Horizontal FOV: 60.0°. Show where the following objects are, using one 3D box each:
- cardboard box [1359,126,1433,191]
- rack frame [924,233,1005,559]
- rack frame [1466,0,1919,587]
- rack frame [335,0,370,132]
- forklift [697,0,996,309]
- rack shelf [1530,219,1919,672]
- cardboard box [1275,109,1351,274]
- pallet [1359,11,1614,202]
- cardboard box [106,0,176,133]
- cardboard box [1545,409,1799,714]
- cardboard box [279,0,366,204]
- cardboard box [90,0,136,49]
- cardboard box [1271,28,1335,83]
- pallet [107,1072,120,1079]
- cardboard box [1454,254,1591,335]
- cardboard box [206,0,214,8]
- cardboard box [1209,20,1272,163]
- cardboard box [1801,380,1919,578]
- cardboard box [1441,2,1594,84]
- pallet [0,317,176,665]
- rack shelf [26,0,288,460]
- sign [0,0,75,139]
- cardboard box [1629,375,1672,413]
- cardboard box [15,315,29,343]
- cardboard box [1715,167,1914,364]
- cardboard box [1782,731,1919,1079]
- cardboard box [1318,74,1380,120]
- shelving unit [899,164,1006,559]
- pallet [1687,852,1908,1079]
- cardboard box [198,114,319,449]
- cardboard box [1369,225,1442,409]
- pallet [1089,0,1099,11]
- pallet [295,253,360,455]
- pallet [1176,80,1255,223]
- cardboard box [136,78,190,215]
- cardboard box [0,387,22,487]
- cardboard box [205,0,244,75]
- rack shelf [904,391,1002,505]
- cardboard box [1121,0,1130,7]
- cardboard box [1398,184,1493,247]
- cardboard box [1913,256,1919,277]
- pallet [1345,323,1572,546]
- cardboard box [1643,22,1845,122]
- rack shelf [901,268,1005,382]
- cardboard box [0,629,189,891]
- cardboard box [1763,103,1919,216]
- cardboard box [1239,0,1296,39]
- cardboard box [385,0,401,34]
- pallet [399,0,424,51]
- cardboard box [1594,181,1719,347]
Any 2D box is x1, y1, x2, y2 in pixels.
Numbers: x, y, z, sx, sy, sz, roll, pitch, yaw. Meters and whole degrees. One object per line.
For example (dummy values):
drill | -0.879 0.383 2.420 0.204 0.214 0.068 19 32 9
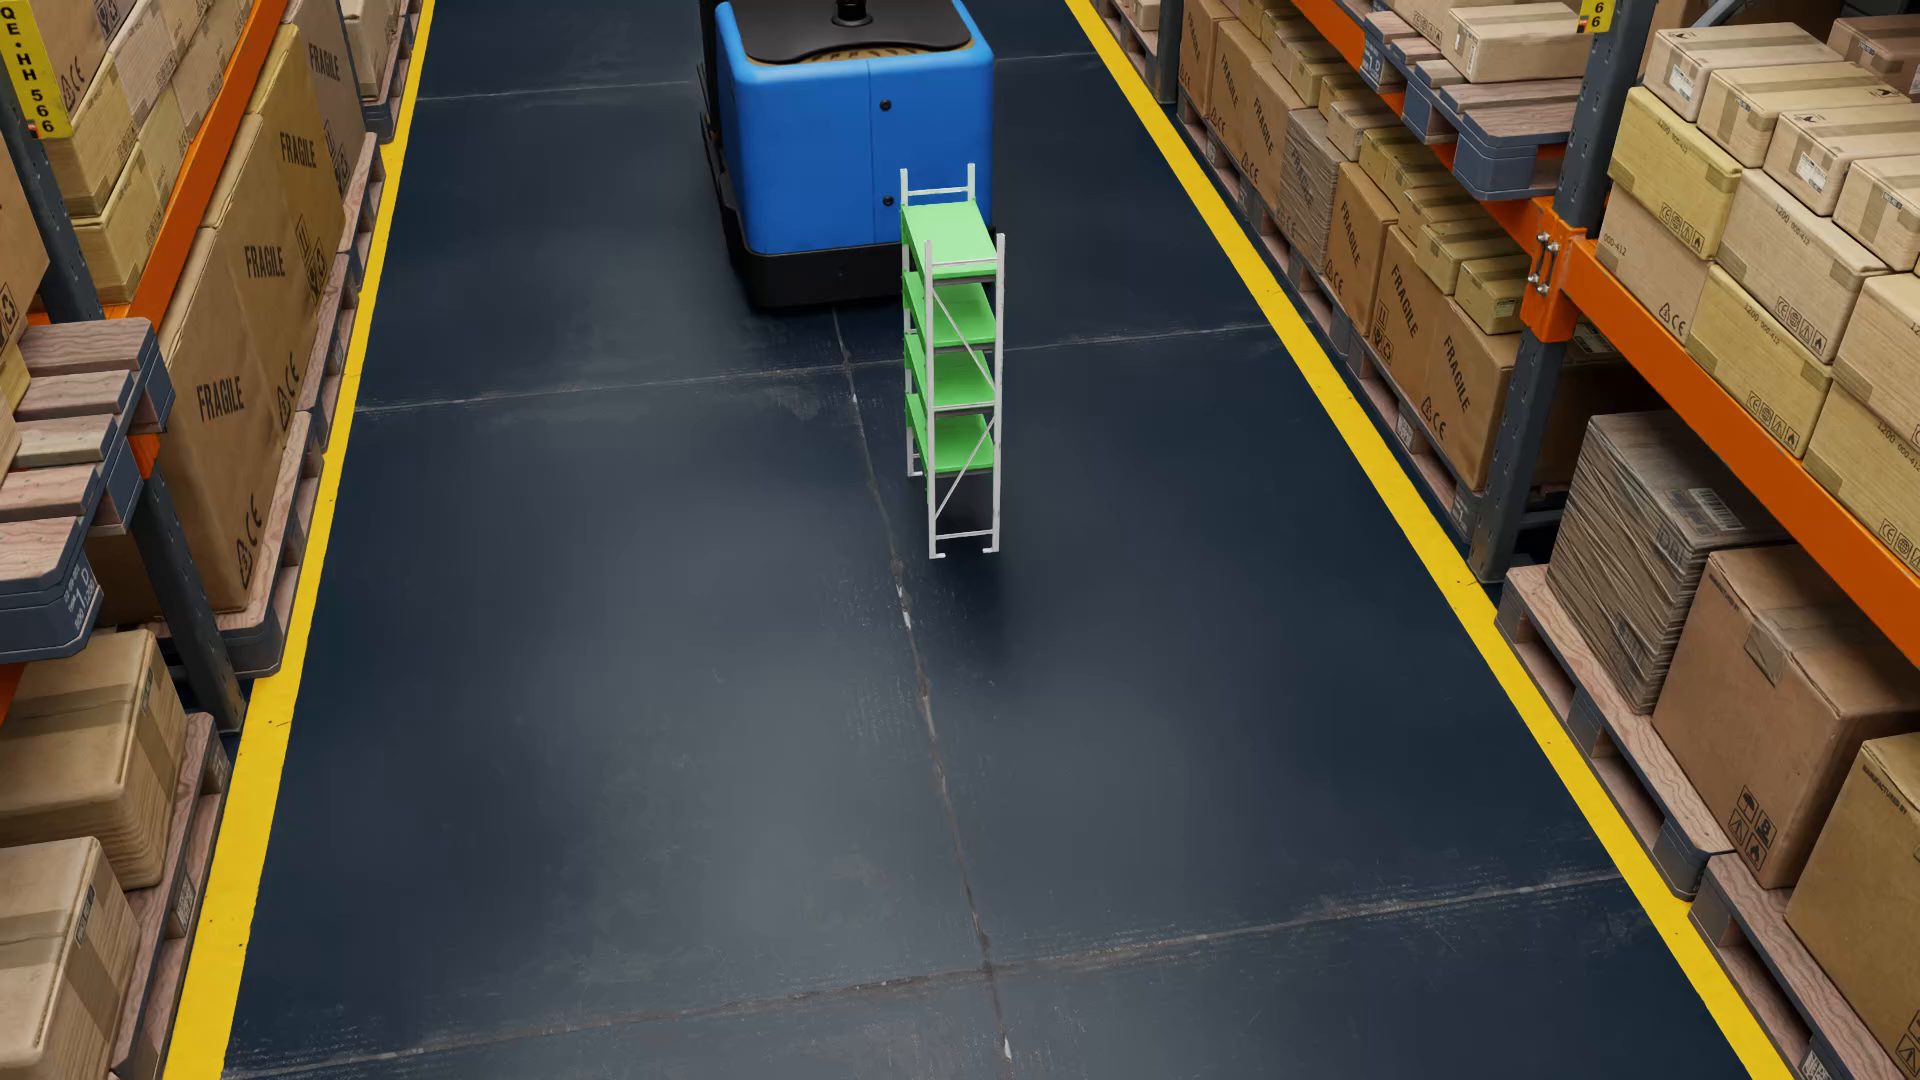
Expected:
cardboard box | 1.758 -1.466 6.359 0.380 0.149 0.250 -7 38 -9
rack frame | 0.014 -0.426 5.321 0.240 1.200 0.015 -6 38 -8
rack frame | 2.221 -1.120 4.747 1.000 3.000 0.127 -6 38 -8
rack frame | -3.367 -3.000 7.167 1.000 3.000 0.127 -6 38 -8
forklift | -0.667 -3.018 7.246 1.130 2.935 3.031 -8 39 -10
rack shelf | 2.571 0.372 3.413 1.077 0.370 4.000 -6 38 -8
cardboard box | 1.654 -1.462 6.882 0.500 0.500 0.500 -8 38 -10
pallet | 2.033 -1.446 5.323 1.213 0.211 1.003 -6 38 -8
cardboard box | -2.601 -1.367 4.779 0.500 0.250 0.500 -5 38 -7
cardboard box | 2.317 0.030 4.860 0.875 0.625 0.625 -5 38 -7
cardboard box | -3.179 -1.961 7.219 0.875 0.875 0.875 -5 38 -7
cardboard box | -2.607 -1.641 4.521 0.500 0.500 0.500 -6 38 -8
cardboard box | 1.570 -2.094 7.167 0.380 0.149 0.250 -6 38 -8
pallet | -2.319 1.725 3.358 1.003 0.211 1.213 -6 38 -8
cardboard box | 1.885 -0.826 5.535 0.380 0.149 0.250 -8 39 -10
cardboard box | -2.752 -1.977 5.565 0.500 0.250 0.500 -6 38 -7
cardboard box | 1.486 -2.078 7.675 0.500 0.500 0.500 -7 38 -9
cardboard box | 2.239 -0.152 3.623 0.500 0.250 0.500 -7 38 -9
cardboard box | 1.728 -1.542 5.153 0.380 0.149 0.250 -6 38 -7
pallet | -2.435 -0.089 3.576 1.213 0.211 1.003 -6 38 -8
rack shelf | -3.016 -1.508 5.832 1.077 0.370 4.000 -6 38 -8
sign | -2.133 -1.074 3.808 0.100 0.325 0.005 -6 38 -8
cardboard box | 2.423 -0.583 5.751 0.500 0.500 0.500 -5 38 -6
cardboard box | -2.376 -0.478 3.783 0.380 0.149 0.250 -5 38 -6
cardboard box | 2.145 -0.661 3.871 0.500 0.250 0.500 -5 38 -7
cardboard box | 2.557 0.831 3.829 0.875 0.625 0.625 -8 39 -10
cardboard box | 1.687 -1.784 6.768 0.380 0.149 0.250 -6 38 -8
shelving unit | -0.029 -0.574 5.511 0.258 1.200 0.503 -6 38 -8
pallet | 2.537 1.218 4.010 1.003 0.211 1.213 -6 38 -8
cardboard box | -2.857 -0.876 5.822 0.875 0.875 0.875 -6 38 -7
cardboard box | 1.858 -0.834 6.074 0.500 0.500 0.500 -7 38 -9
pallet | 1.183 -3.588 10.197 1.003 0.211 1.213 -6 38 -8
pallet | -2.940 -0.702 6.482 1.003 0.211 1.213 -6 38 -8
pallet | 1.699 -1.948 8.085 1.003 0.211 1.213 -6 38 -8
cardboard box | -2.611 -1.156 4.915 0.500 0.250 0.500 -7 38 -9
cardboard box | -2.170 -0.176 3.395 0.380 0.149 0.250 -7 38 -8
cardboard box | -2.787 -1.771 5.707 0.500 0.250 0.500 -6 38 -8
rack shelf | -0.029 -0.334 5.697 0.258 0.148 0.480 -6 38 -8
cardboard box | 1.070 -3.143 9.237 0.396 0.266 0.258 -5 38 -6
cardboard box | 1.804 -1.151 5.953 0.380 0.149 0.250 -7 38 -9
cardboard box | 2.237 -0.573 3.432 0.380 0.149 0.250 -6 38 -7
pallet | 2.127 -0.474 6.188 1.003 0.211 1.213 -6 38 -8
cardboard box | 1.987 -1.192 4.228 0.380 0.149 0.250 -5 38 -7
rack shelf | -0.029 -0.713 5.403 0.258 0.148 0.480 -6 38 -8
cardboard box | -2.576 0.630 4.293 0.950 0.372 0.625 -9 39 -11
cardboard box | 2.105 -0.878 3.825 0.380 0.149 0.250 -5 38 -7
cardboard box | 1.501 -2.413 7.577 0.380 0.149 0.250 -8 39 -10
cardboard box | -3.529 -3.085 9.023 0.875 0.438 0.875 -7 38 -9
pallet | -3.640 -3.105 9.575 1.003 0.211 1.213 -6 38 -8
cardboard box | 2.058 -0.767 4.414 0.500 0.250 0.500 -6 38 -8
